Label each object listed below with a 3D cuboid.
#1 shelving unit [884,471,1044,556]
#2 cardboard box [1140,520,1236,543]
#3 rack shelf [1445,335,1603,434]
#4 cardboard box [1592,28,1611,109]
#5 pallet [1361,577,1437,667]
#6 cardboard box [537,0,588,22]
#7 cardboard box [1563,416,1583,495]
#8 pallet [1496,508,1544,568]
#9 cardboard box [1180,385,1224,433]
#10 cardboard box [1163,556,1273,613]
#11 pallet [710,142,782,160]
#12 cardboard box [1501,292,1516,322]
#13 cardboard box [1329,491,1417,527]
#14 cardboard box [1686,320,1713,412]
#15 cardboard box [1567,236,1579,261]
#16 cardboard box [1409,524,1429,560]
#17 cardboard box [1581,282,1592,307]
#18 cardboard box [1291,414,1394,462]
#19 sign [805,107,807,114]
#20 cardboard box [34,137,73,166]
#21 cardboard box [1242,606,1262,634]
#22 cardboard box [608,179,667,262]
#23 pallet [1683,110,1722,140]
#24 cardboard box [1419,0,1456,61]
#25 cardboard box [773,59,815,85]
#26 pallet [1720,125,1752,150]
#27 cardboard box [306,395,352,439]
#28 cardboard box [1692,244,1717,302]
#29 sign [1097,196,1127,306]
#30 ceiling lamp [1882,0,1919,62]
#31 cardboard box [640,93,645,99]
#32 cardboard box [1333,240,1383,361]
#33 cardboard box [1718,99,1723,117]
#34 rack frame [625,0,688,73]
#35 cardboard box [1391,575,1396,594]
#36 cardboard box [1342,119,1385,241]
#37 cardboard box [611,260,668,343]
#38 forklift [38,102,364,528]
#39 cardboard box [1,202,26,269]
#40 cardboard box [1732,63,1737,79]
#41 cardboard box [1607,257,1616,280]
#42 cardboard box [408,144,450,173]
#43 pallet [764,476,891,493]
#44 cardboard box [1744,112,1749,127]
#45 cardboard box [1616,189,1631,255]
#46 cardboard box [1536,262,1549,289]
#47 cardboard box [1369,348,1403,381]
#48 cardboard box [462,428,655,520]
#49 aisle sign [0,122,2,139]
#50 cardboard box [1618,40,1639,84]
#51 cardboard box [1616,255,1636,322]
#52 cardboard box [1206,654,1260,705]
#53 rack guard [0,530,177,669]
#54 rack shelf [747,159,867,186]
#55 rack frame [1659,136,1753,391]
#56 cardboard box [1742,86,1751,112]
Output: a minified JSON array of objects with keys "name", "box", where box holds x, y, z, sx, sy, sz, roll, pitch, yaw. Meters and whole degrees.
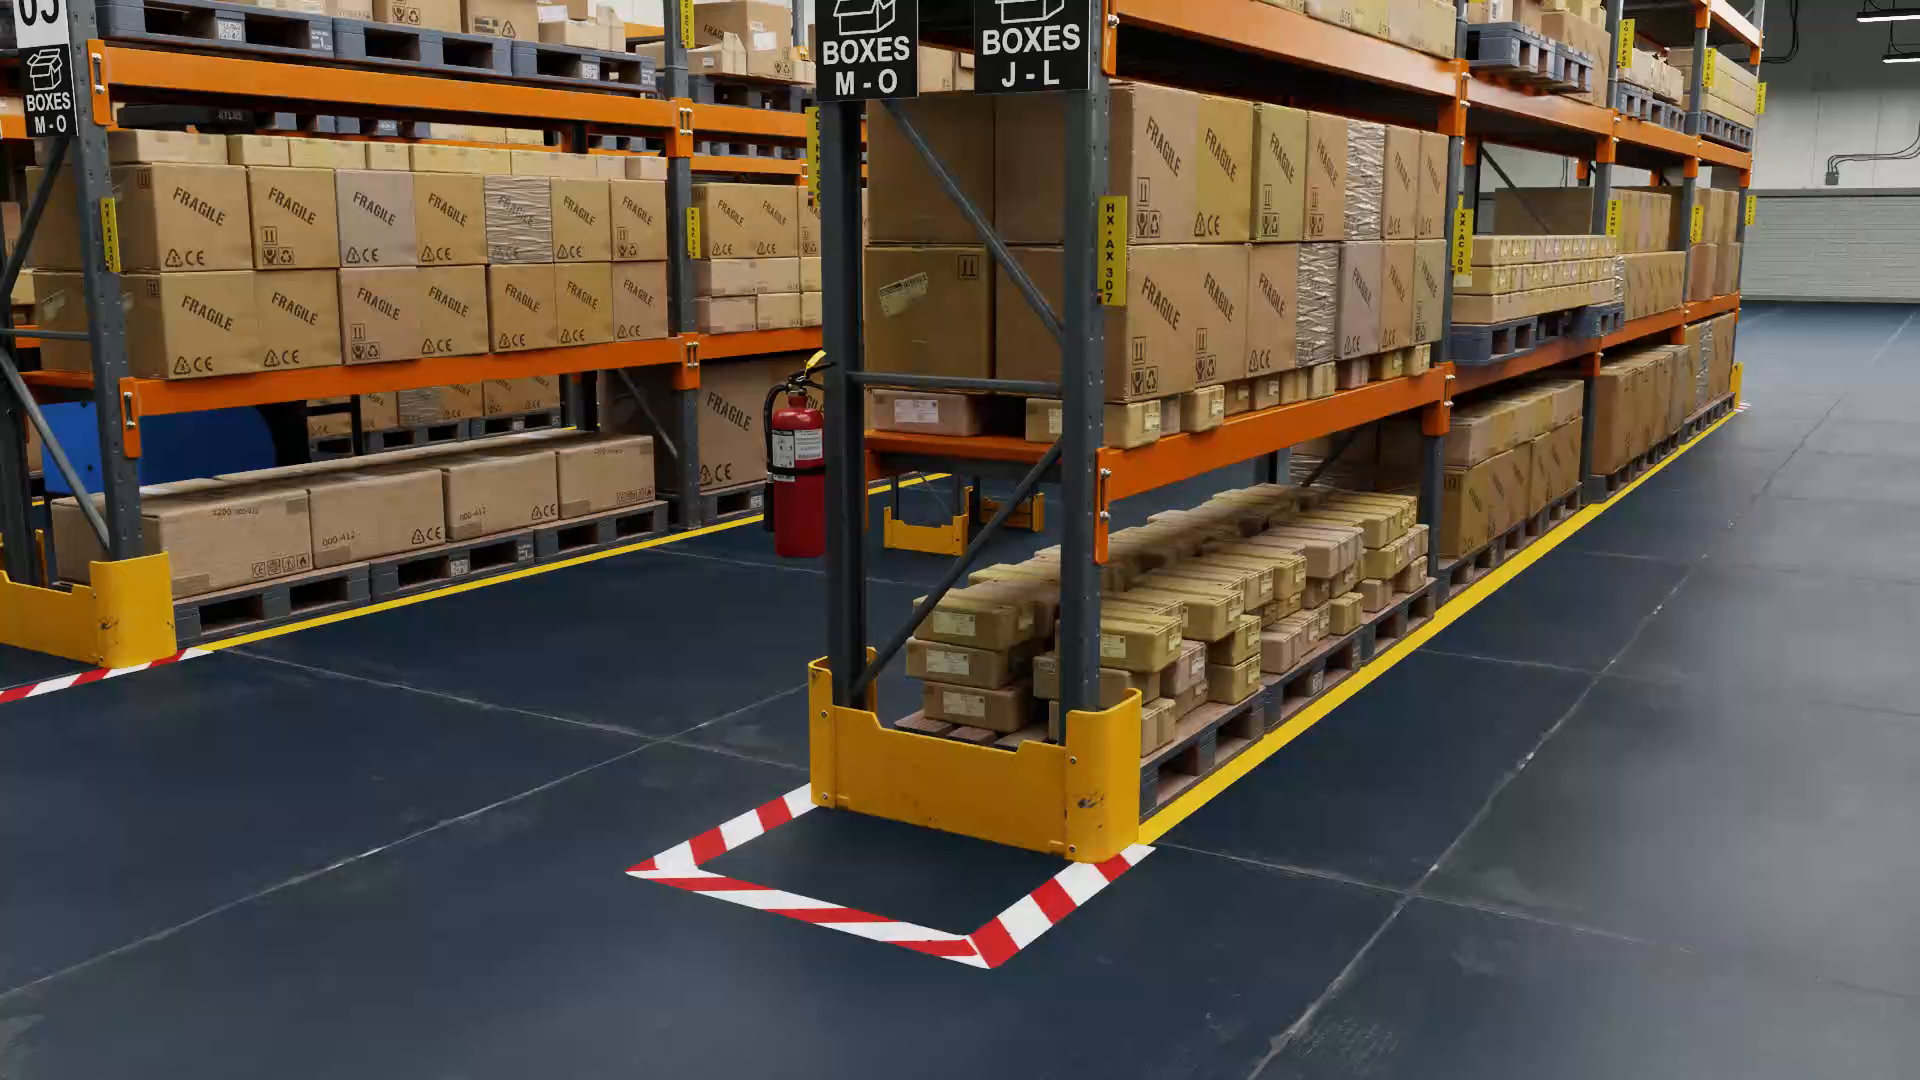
[{"name":"shelving unit","box":[0.040,-0.749,10.795,0.587,1.500,1.083,6,12,31]},{"name":"cardboard box","box":[1.043,0.013,7.637,0.380,0.149,0.250,6,12,28]},{"name":"rack shelf","box":[3.109,-1.093,10.511,1.077,0.370,4.000,6,12,31]},{"name":"cardboard box","box":[4.068,-3.171,11.230,0.500,0.500,0.500,6,12,31]},{"name":"pallet","box":[1.752,0.348,8.439,1.003,0.211,1.213,6,12,31]},{"name":"cardboard box","box":[-2.697,-3.296,10.486,0.500,0.500,0.500,7,12,32]},{"name":"cardboard box","box":[4.029,-0.610,11.630,0.500,0.500,0.500,6,12,30]},{"name":"pallet","box":[3.106,-0.077,10.705,1.003,0.211,1.213,6,12,31]},{"name":"cardboard box","box":[0.724,-0.480,5.966,0.380,0.149,0.250,6,12,29]},{"name":"cardboard box","box":[1.047,0.178,6.758,0.380,0.149,0.250,7,13,33]},{"name":"pallet","box":[-2.750,-4.561,19.450,0.805,0.209,1.217,6,12,28]},{"name":"cardboard box","box":[2.807,-1.277,9.081,0.380,0.149,0.250,7,12,32]},{"name":"cardboard box","box":[2.108,-0.149,8.502,0.380,0.149,0.250,7,13,32]},{"name":"cardboard box","box":[7.075,-1.787,16.894,0.875,0.875,0.875,6,12,31]},{"name":"cardboard box","box":[3.611,-1.813,10.324,0.380,0.149,0.250,7,13,33]},{"name":"cardboard box","box":[2.179,-0.004,8.534,0.380,0.149,0.250,7,13,32]},{"name":"cardboard box","box":[3.888,-1.604,10.829,0.380,0.149,0.250,6,12,30]},{"name":"cardboard box","box":[2.241,-0.620,9.642,0.500,0.250,0.500,6,12,29]},{"name":"sign","box":[-1.834,-5.154,19.835,0.100,0.325,0.005,6,12,31]},{"name":"cardboard box","box":[-4.274,-1.895,8.088,0.380,0.149,0.250,7,12,31]},{"name":"cardboard box","box":[1.010,0.322,6.793,0.380,0.149,0.250,6,12,28]},{"name":"cardboard box","box":[-2.221,-2.029,10.567,0.500,0.500,0.500,6,12,30]},{"name":"pallet","box":[6.658,-3.949,15.899,1.003,0.211,1.213,6,12,31]},{"name":"cardboard box","box":[2.047,-2.430,7.952,0.500,0.250,0.500,7,13,32]},{"name":"cardboard box","box":[-1.256,-3.321,11.797,0.380,0.166,0.250,5,12,27]},{"name":"pallet","box":[7.925,-4.333,17.949,1.003,0.211,1.213,6,12,31]},{"name":"cardboard box","box":[-5.745,-1.180,14.671,0.500,0.500,0.500,6,12,30]},{"name":"cardboard box","box":[7.053,-2.686,16.654,0.875,0.550,0.550,6,12,31]},{"name":"sign","box":[0.458,-0.877,5.048,0.100,0.325,0.005,6,12,31]},{"name":"ceiling lamp","box":[22.586,-12.695,38.363,2.000,3.185,0.800,6,12,31]},{"name":"cardboard box","box":[-3.619,-4.650,17.722,0.700,0.500,0.500,6,12,30]},{"name":"cardboard box","box":[1.531,-1.065,7.325,0.500,0.500,0.500,6,12,30]},{"name":"cardboard box","box":[7.097,-4.141,15.954,0.380,0.149,0.250,6,12,30]},{"name":"rack frame","box":[-2.212,-4.538,10.654,1.000,3.000,0.127,6,12,31]},{"name":"cardboard box","box":[1.952,0.190,8.309,0.380,0.149,0.250,7,13,32]},{"name":"cardboard box","box":[1.516,-1.558,7.243,0.500,0.500,0.500,7,13,32]},{"name":"cardboard box","box":[-2.235,-1.541,10.676,0.500,0.500,0.500,7,12,31]},{"name":"forklift","box":[-4.883,-1.659,11.765,1.130,2.935,3.031,6,12,28]},{"name":"cardboard box","box":[-7.457,-2.295,12.538,0.500,0.500,0.500,6,12,29]},{"name":"cardboard box","box":[7.493,-4.653,16.521,0.380,0.149,0.250,6,12,30]},{"name":"cardboard box","box":[4.280,-1.869,11.434,0.380,0.149,0.250,7,13,32]},{"name":"cardboard box","box":[-3.027,-2.089,9.123,0.380,0.149,0.250,6,12,29]},{"name":"pallet","box":[-1.244,-0.540,13.178,1.003,0.211,1.213,6,12,31]},{"name":"cardboard box","box":[8.154,-4.461,17.665,0.380,0.149,0.250,7,12,32]},{"name":"cardboard box","box":[4.915,-2.532,13.253,0.700,0.500,0.500,6,12,30]},{"name":"cardboard box","box":[3.207,-1.544,9.700,0.380,0.149,0.250,7,13,33]},{"name":"cardboard box","box":[1.892,-0.854,7.962,0.380,0.149,0.250,7,13,33]},{"name":"cardboard box","box":[-2.630,-0.448,10.930,0.875,0.438,0.875,6,12,30]},{"name":"aisle sign","box":[-4.591,-2.256,7.704,0.394,0.787,0.004,6,12,31]},{"name":"cardboard box","box":[4.711,-3.540,12.305,0.500,0.311,0.500,6,12,31]},{"name":"cardboard box","box":[4.873,-1.935,12.783,0.500,0.500,0.500,6,12,30]},{"name":"cardboard box","box":[0.955,0.522,6.537,0.380,0.149,0.250,7,12,31]},{"name":"rack guard","box":[-4.302,0.272,8.055,1.175,0.500,0.348,6,12,31]},{"name":"rack shelf","box":[-1.265,-4.756,21.926,1.077,0.370,4.000,6,12,31]},{"name":"rack frame","box":[8.301,-3.019,18.845,1.000,3.000,0.127,6,12,31]},{"name":"cardboard box","box":[8.025,-4.640,17.534,0.500,0.250,0.500,6,12,31]}]
